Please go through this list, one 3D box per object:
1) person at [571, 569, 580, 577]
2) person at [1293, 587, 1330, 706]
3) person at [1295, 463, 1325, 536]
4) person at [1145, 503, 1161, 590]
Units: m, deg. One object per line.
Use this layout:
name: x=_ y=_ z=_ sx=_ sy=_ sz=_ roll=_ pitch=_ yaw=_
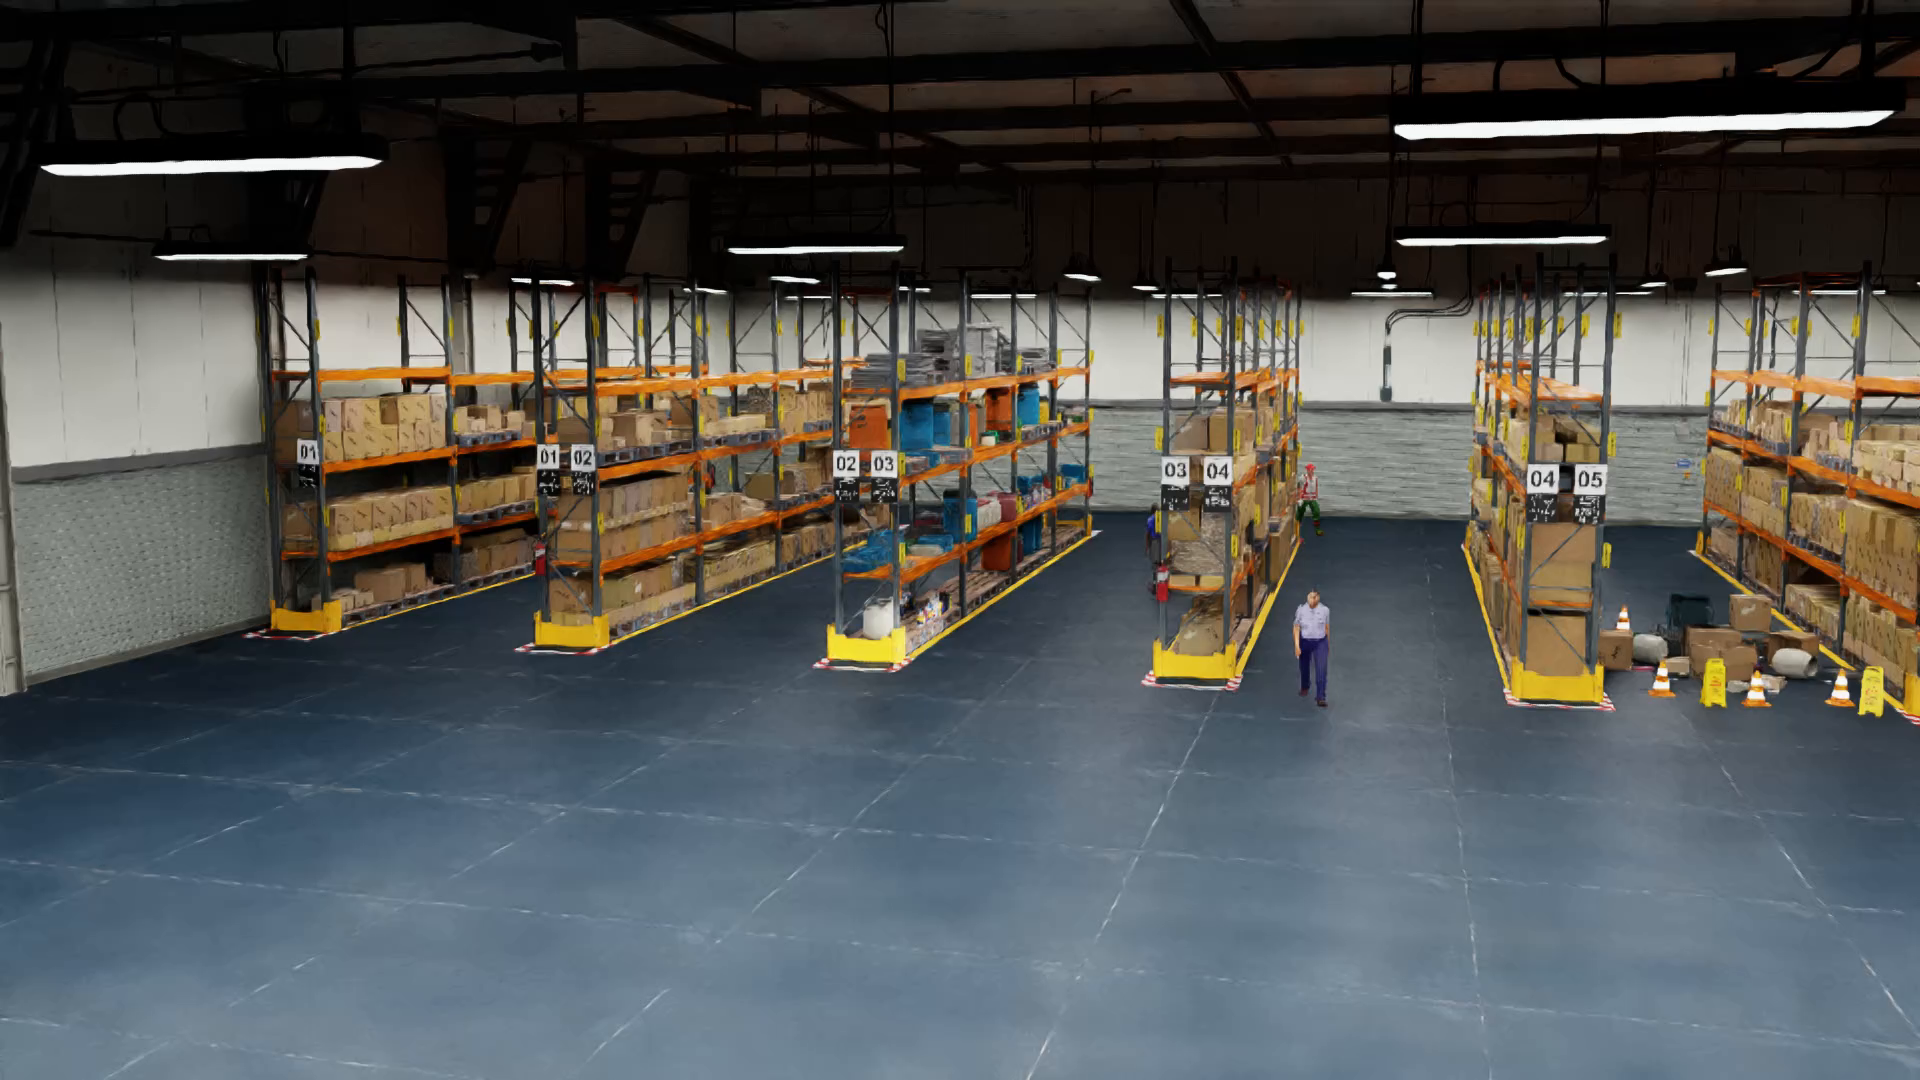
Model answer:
person: x=-7.847 y=-0.127 z=33.723 sx=0.564 sy=1.699 sz=1.088 roll=1 pitch=7 yaw=5
person: x=4.710 y=1.391 z=22.290 sx=0.482 sy=1.565 sz=1.090 roll=2 pitch=7 yaw=13
person: x=8.465 y=-0.992 z=40.420 sx=0.581 sy=1.761 sz=0.947 roll=-1 pitch=7 yaw=-11
person: x=3.756 y=0.105 z=32.077 sx=0.574 sy=1.653 sz=0.549 roll=-7 pitch=10 yaw=-43
